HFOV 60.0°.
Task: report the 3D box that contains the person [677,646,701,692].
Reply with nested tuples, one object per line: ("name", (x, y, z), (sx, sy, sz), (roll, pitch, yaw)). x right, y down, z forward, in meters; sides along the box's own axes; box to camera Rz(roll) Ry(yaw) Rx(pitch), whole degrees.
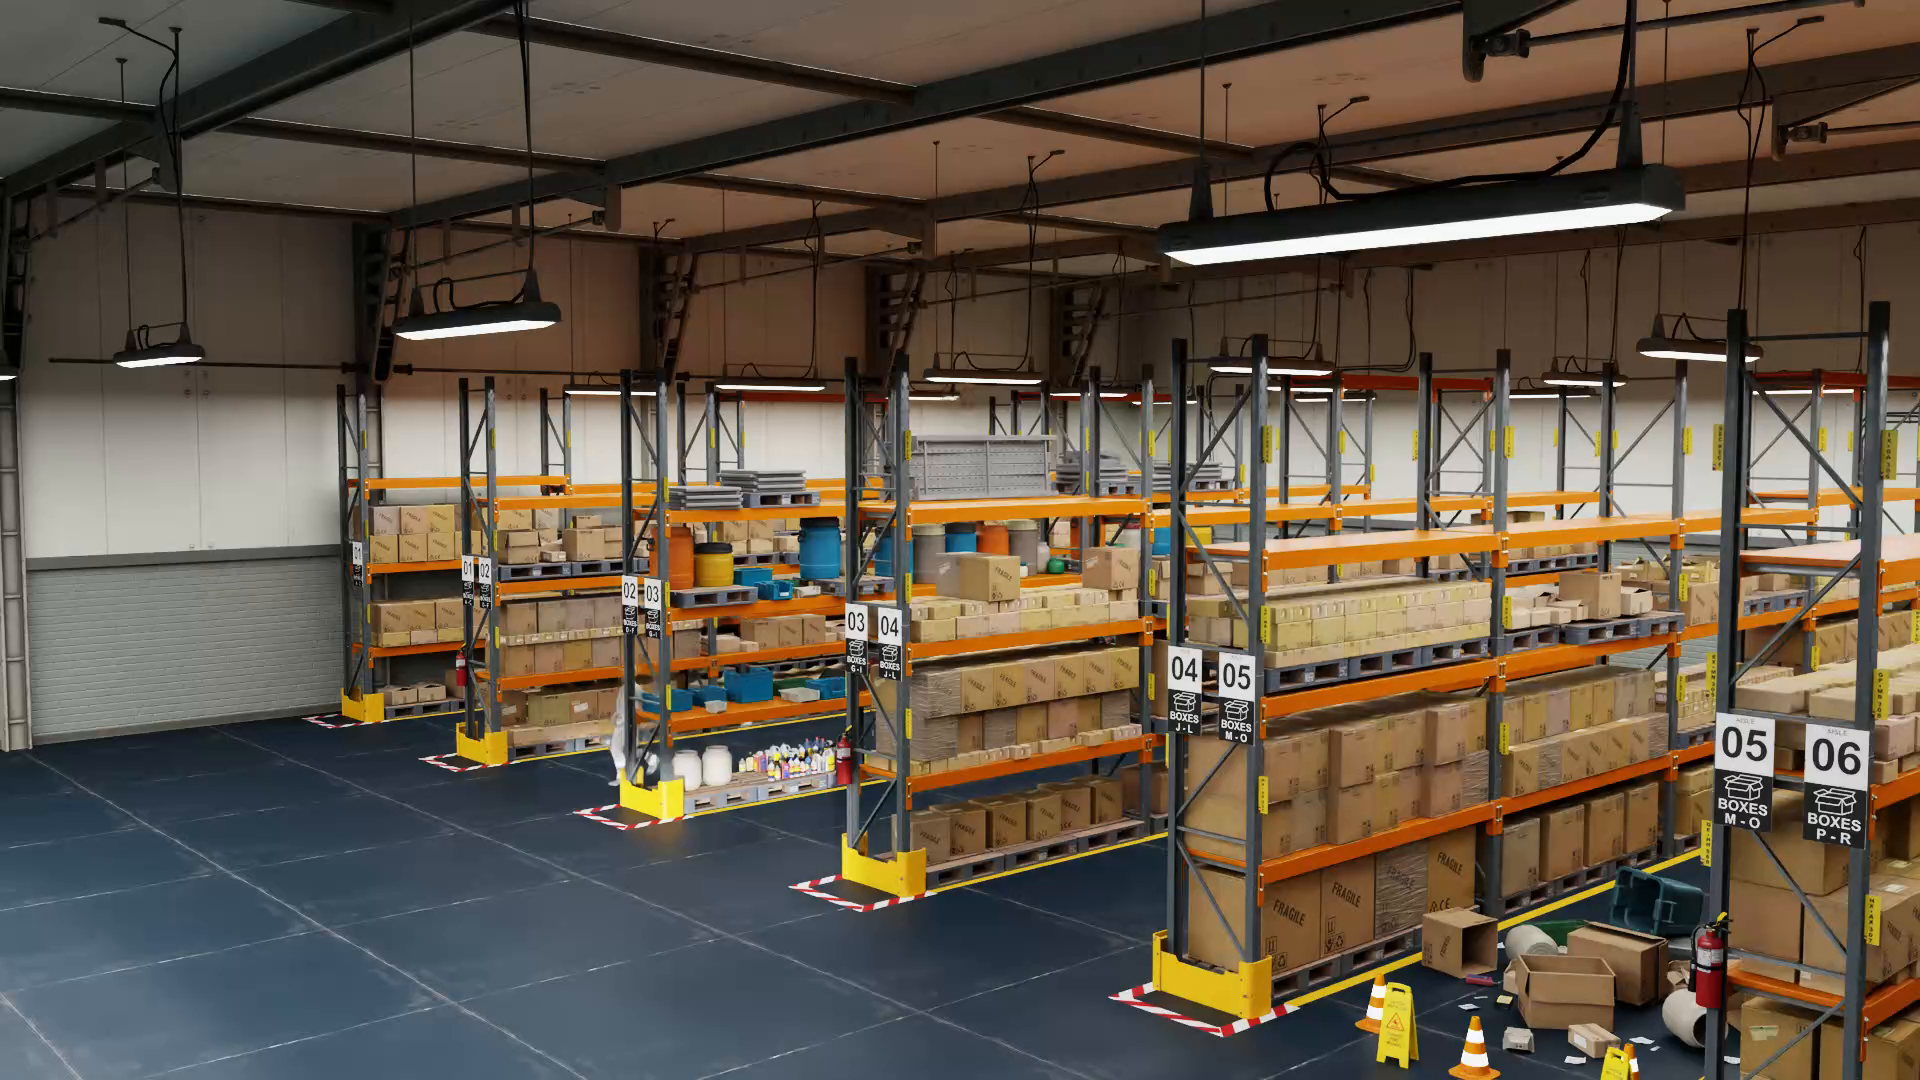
("person", (-4.990, 2.338, 30.711), (0.593, 1.660, 0.561), (-3, 5, -42))

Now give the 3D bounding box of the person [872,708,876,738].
("person", (-1.202, 2.437, 28.152), (0.624, 1.831, 0.752), (3, 5, 37))

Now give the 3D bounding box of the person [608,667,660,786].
("person", (-4.786, 2.683, 24.301), (0.804, 1.748, 0.691), (-3, 5, -42))
